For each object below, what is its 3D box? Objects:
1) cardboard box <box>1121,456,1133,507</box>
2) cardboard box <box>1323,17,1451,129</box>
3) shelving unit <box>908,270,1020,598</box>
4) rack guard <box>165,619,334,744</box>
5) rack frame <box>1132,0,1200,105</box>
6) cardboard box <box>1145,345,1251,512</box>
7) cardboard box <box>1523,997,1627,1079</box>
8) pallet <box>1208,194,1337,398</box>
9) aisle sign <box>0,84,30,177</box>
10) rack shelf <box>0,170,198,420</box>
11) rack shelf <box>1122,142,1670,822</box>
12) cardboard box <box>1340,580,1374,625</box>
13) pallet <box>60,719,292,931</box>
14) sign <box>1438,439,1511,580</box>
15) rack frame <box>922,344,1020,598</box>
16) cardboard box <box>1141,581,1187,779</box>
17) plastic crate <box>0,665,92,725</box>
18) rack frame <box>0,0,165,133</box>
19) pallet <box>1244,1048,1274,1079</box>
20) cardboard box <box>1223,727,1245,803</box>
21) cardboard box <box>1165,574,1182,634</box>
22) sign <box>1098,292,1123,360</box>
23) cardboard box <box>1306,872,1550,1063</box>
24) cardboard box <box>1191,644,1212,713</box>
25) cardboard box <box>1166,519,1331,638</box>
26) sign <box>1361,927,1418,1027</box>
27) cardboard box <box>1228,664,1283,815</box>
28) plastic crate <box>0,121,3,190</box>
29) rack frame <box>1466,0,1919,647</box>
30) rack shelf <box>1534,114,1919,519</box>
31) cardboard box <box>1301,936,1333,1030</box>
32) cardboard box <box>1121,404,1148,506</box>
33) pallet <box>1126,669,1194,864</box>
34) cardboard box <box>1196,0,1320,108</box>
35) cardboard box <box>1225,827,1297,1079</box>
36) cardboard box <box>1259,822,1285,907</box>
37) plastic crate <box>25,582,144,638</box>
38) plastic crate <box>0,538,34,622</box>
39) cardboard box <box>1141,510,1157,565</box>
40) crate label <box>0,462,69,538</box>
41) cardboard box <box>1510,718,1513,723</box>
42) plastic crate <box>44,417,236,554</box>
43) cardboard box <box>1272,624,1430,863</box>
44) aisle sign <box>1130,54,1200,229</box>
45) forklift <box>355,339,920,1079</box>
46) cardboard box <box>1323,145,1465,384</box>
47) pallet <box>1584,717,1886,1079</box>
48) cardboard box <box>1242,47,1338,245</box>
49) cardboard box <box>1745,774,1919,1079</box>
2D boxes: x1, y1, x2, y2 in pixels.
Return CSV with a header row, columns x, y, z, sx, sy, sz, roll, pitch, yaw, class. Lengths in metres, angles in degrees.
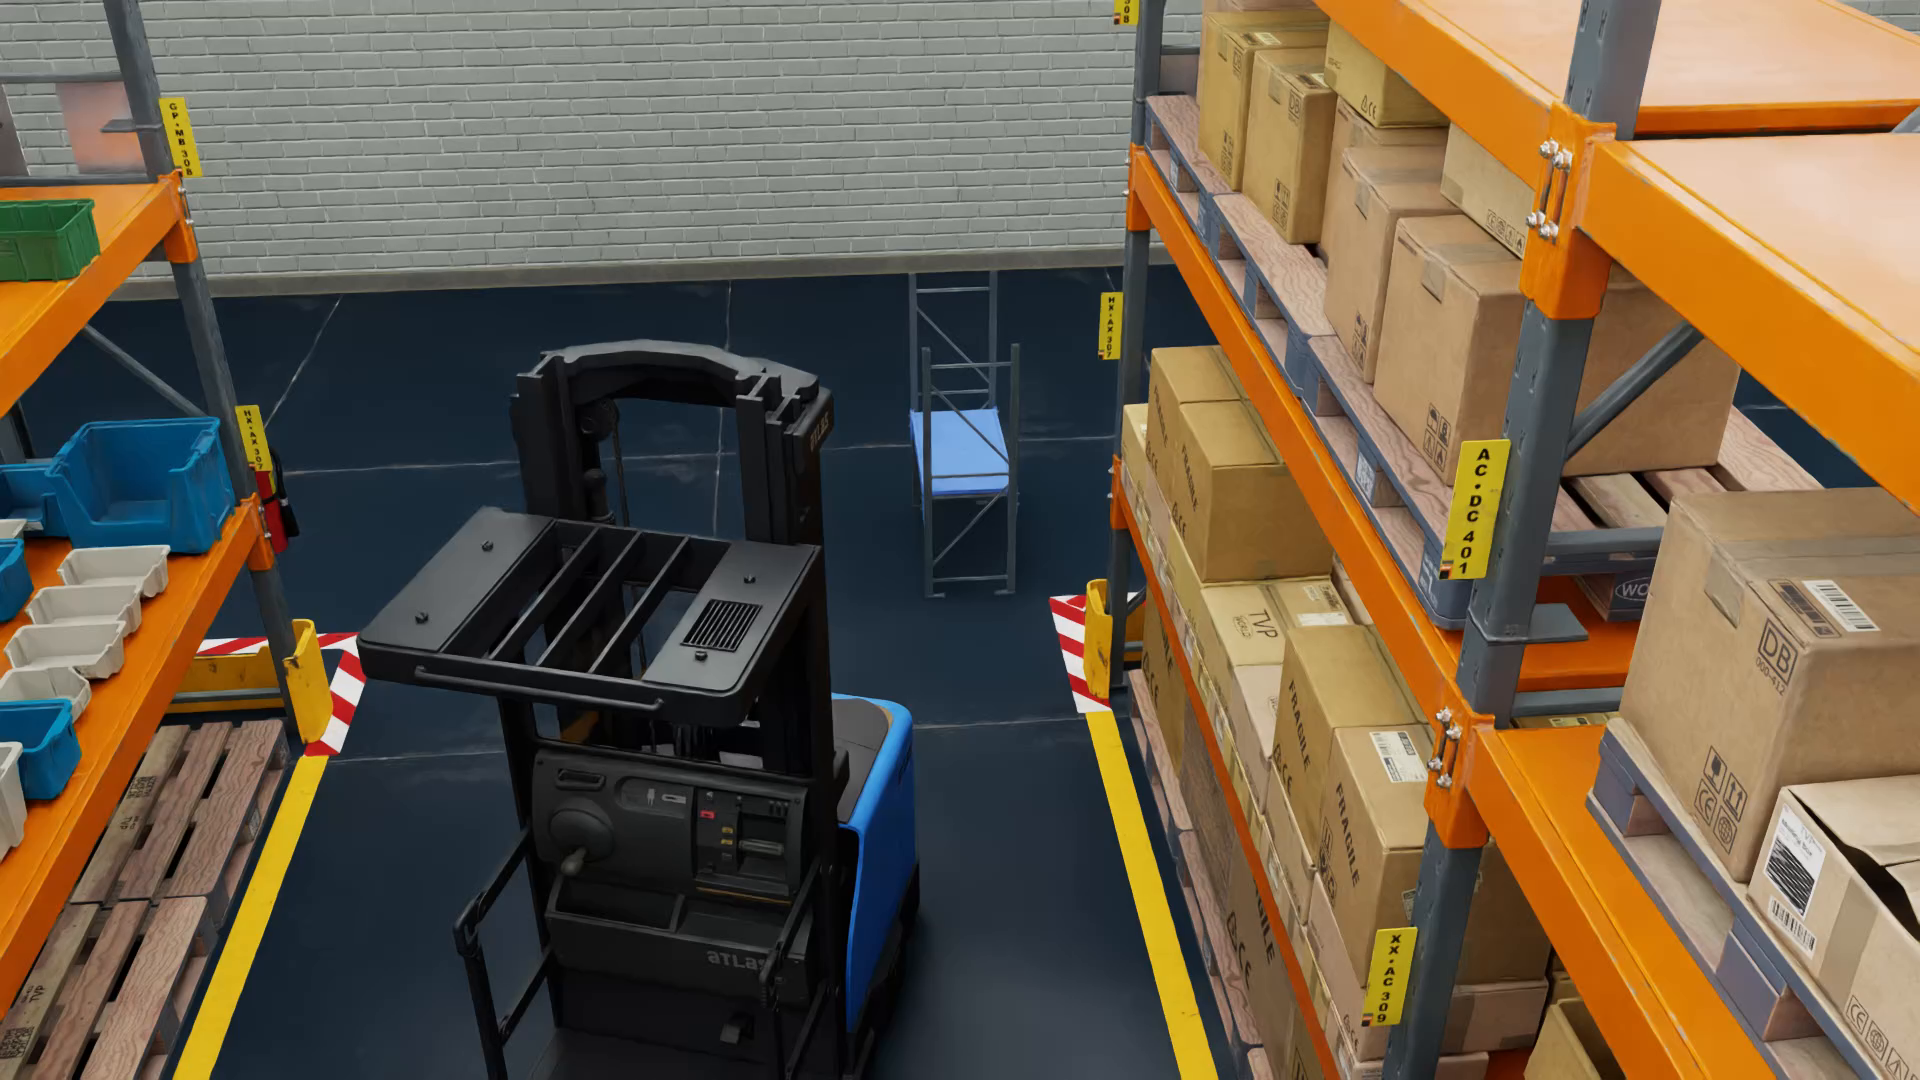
x,y,z,sx,sy,sz,roll,pitch,yaw,class
0.939,-0.280,7.539,0.380,0.149,0.250,-2,31,-4,cardboard box
1.413,-1.429,4.957,0.500,0.250,0.500,-4,31,-6,cardboard box
0.008,-0.600,9.293,0.538,1.500,1.048,-3,31,-5,shelving unit
-3.712,0.714,8.068,1.175,0.500,0.348,-3,31,-5,rack guard
1.235,-3.161,6.266,1.000,3.000,0.127,-3,31,-5,rack frame
1.057,-0.457,6.715,0.500,0.500,0.500,-3,31,-6,cardboard box
1.676,1.309,3.558,0.797,0.503,0.637,-4,31,-6,cardboard box
1.432,-0.832,5.380,1.003,0.211,1.213,-3,31,-5,pallet
-3.999,-1.486,6.779,0.394,0.787,0.004,-3,31,-5,aisle sign
-3.510,-0.306,5.113,1.077,0.370,4.000,-3,31,-5,rack shelf
1.422,-0.543,5.511,1.077,0.370,4.000,-3,31,-5,rack shelf
1.692,0.371,6.060,0.500,0.250,0.500,-3,31,-4,cardboard box
-3.658,1.272,7.414,1.003,0.211,1.213,-3,31,-5,pallet
1.056,-0.059,3.418,0.100,0.325,0.005,-3,31,-5,sign
0.055,-0.341,8.858,0.500,1.500,0.032,-3,31,-5,rack frame
1.374,0.470,7.701,0.875,0.875,0.875,-3,31,-5,cardboard box
-3.331,0.587,6.041,0.298,0.136,0.250,-3,31,-5,plastic crate
-3.697,-2.923,5.869,1.000,3.000,0.127,-3,31,-5,rack frame
1.615,2.262,5.757,1.003,0.211,1.213,-3,31,-5,pallet
1.133,0.769,5.783,0.380,0.149,0.250,-3,31,-5,cardboard box
1.037,0.244,6.661,0.380,0.149,0.250,-3,31,-6,cardboard box
0.682,-0.967,7.523,0.100,0.325,0.005,-3,31,-5,sign
1.306,1.181,4.704,0.500,0.250,0.500,-3,31,-6,cardboard box
1.084,0.505,6.225,0.380,0.149,0.250,-4,31,-6,cardboard box
1.109,0.131,6.461,0.500,0.250,0.500,-4,31,-6,cardboard box
1.056,1.079,4.098,0.100,0.325,0.005,-3,31,-5,sign
1.207,0.656,5.583,0.500,0.250,0.500,-2,31,-4,cardboard box
-3.938,-1.369,6.320,0.497,0.269,0.590,-3,31,-5,plastic crate
1.608,-1.118,2.847,1.000,3.000,0.127,-3,31,-5,rack frame
1.795,0.383,1.425,1.077,0.370,4.000,-3,31,-5,rack shelf
1.229,1.293,4.905,0.380,0.149,0.250,-2,31,-4,cardboard box
1.011,-0.390,7.335,0.500,0.250,0.500,-4,31,-6,cardboard box
1.387,1.017,7.843,1.003,0.211,1.213,-3,31,-5,pallet
1.337,-1.876,6.436,0.700,0.500,0.500,-5,31,-8,cardboard box
1.542,1.389,6.163,0.875,0.875,0.875,-3,31,-5,cardboard box
1.182,1.031,5.344,0.380,0.149,0.250,-2,31,-4,cardboard box
-3.427,0.296,6.528,0.396,0.136,0.243,-3,31,-5,plastic crate
-3.940,0.176,6.635,0.416,0.233,0.300,-3,31,-5,plastic crate
0.989,-0.018,7.101,0.380,0.149,0.250,-3,31,-6,cardboard box
-4.001,-0.160,7.198,0.416,0.233,0.303,-3,31,-5,crate label
1.780,0.563,5.007,0.500,0.500,0.500,-3,31,-5,cardboard box
-3.479,-0.227,7.112,0.616,0.435,0.499,-3,31,-5,plastic crate
1.257,0.594,4.956,0.500,0.500,0.500,-2,31,-4,cardboard box
0.929,-1.723,7.176,0.394,0.787,0.004,-3,31,-5,aisle sign
-0.999,0.989,5.236,1.130,2.935,3.031,7,31,11,forklift
1.430,-0.768,4.582,0.700,0.500,0.500,-1,31,-2,cardboard box
1.743,0.717,2.886,0.805,0.209,1.217,-4,31,-7,pallet
1.366,-1.321,5.508,0.700,0.500,0.500,-5,31,-8,cardboard box
1.621,0.592,2.587,0.500,0.311,0.500,-4,31,-6,cardboard box
